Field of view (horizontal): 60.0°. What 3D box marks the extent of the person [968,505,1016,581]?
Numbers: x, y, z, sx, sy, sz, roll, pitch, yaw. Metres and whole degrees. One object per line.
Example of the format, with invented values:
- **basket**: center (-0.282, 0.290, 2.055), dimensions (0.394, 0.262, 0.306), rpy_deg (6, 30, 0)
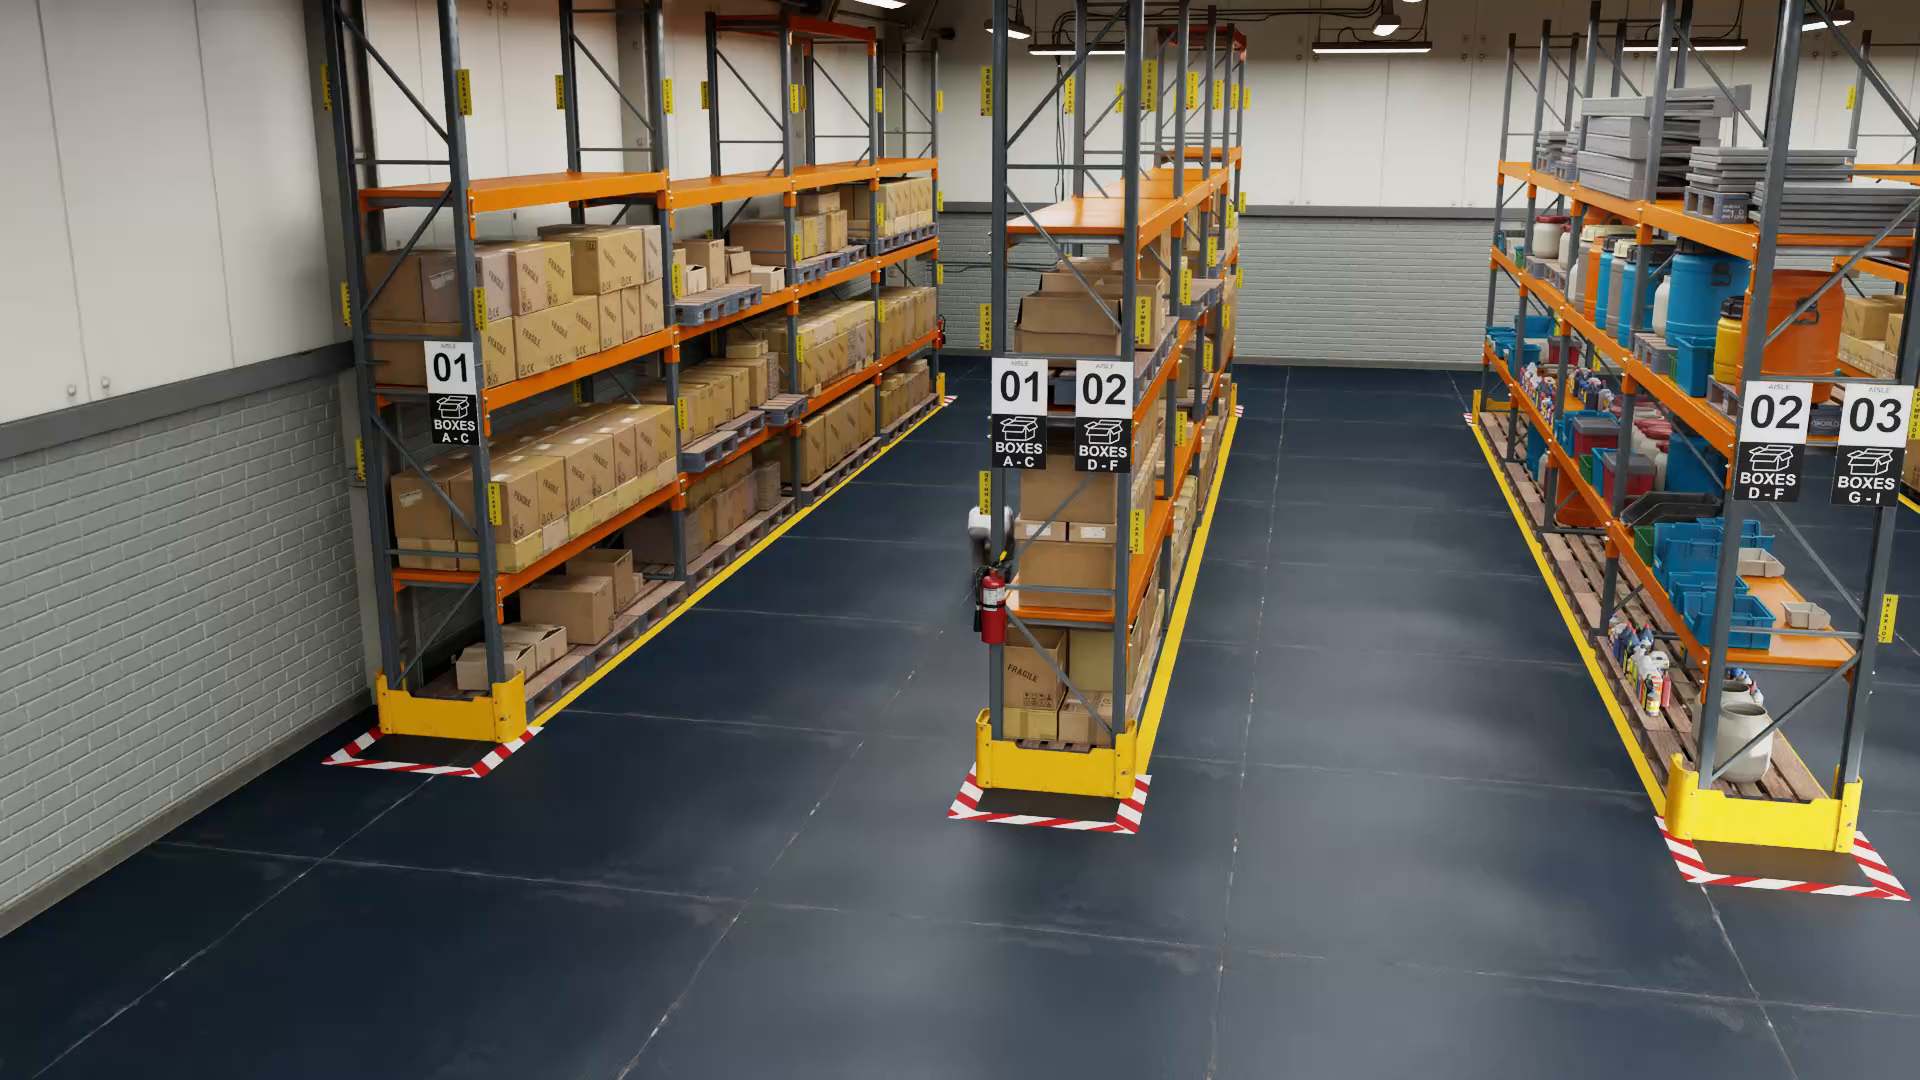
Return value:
- **person**: center (0.352, -0.027, 17.921), dimensions (0.504, 0.873, 1.003), rpy_deg (2, 15, 9)
